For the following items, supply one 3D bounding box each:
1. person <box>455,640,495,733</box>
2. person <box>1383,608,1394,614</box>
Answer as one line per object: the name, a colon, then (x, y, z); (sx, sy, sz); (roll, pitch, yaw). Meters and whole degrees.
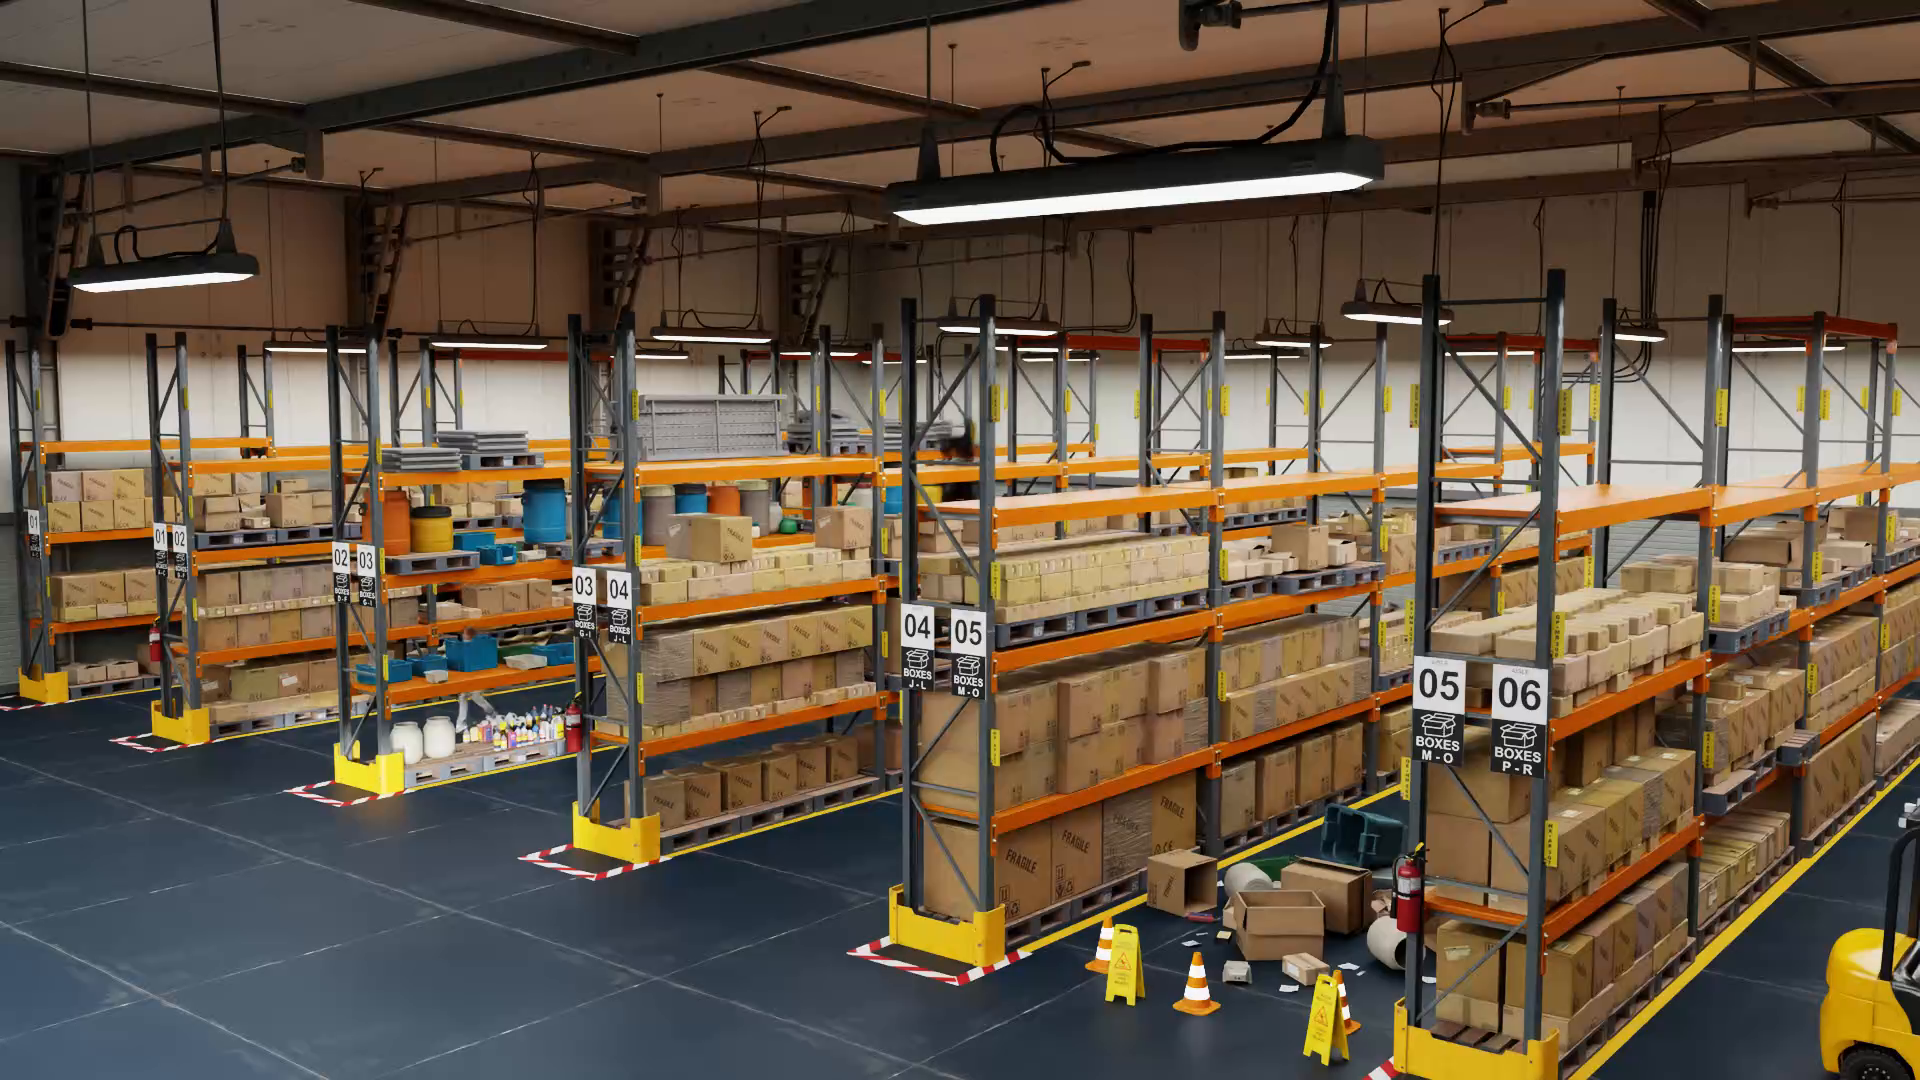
person: (-7.401, 2.195, 25.224); (0.547, 1.377, 0.817); (3, 6, 26)
person: (6.847, 1.915, 26.729); (0.635, 1.798, 0.768); (4, 6, 36)
